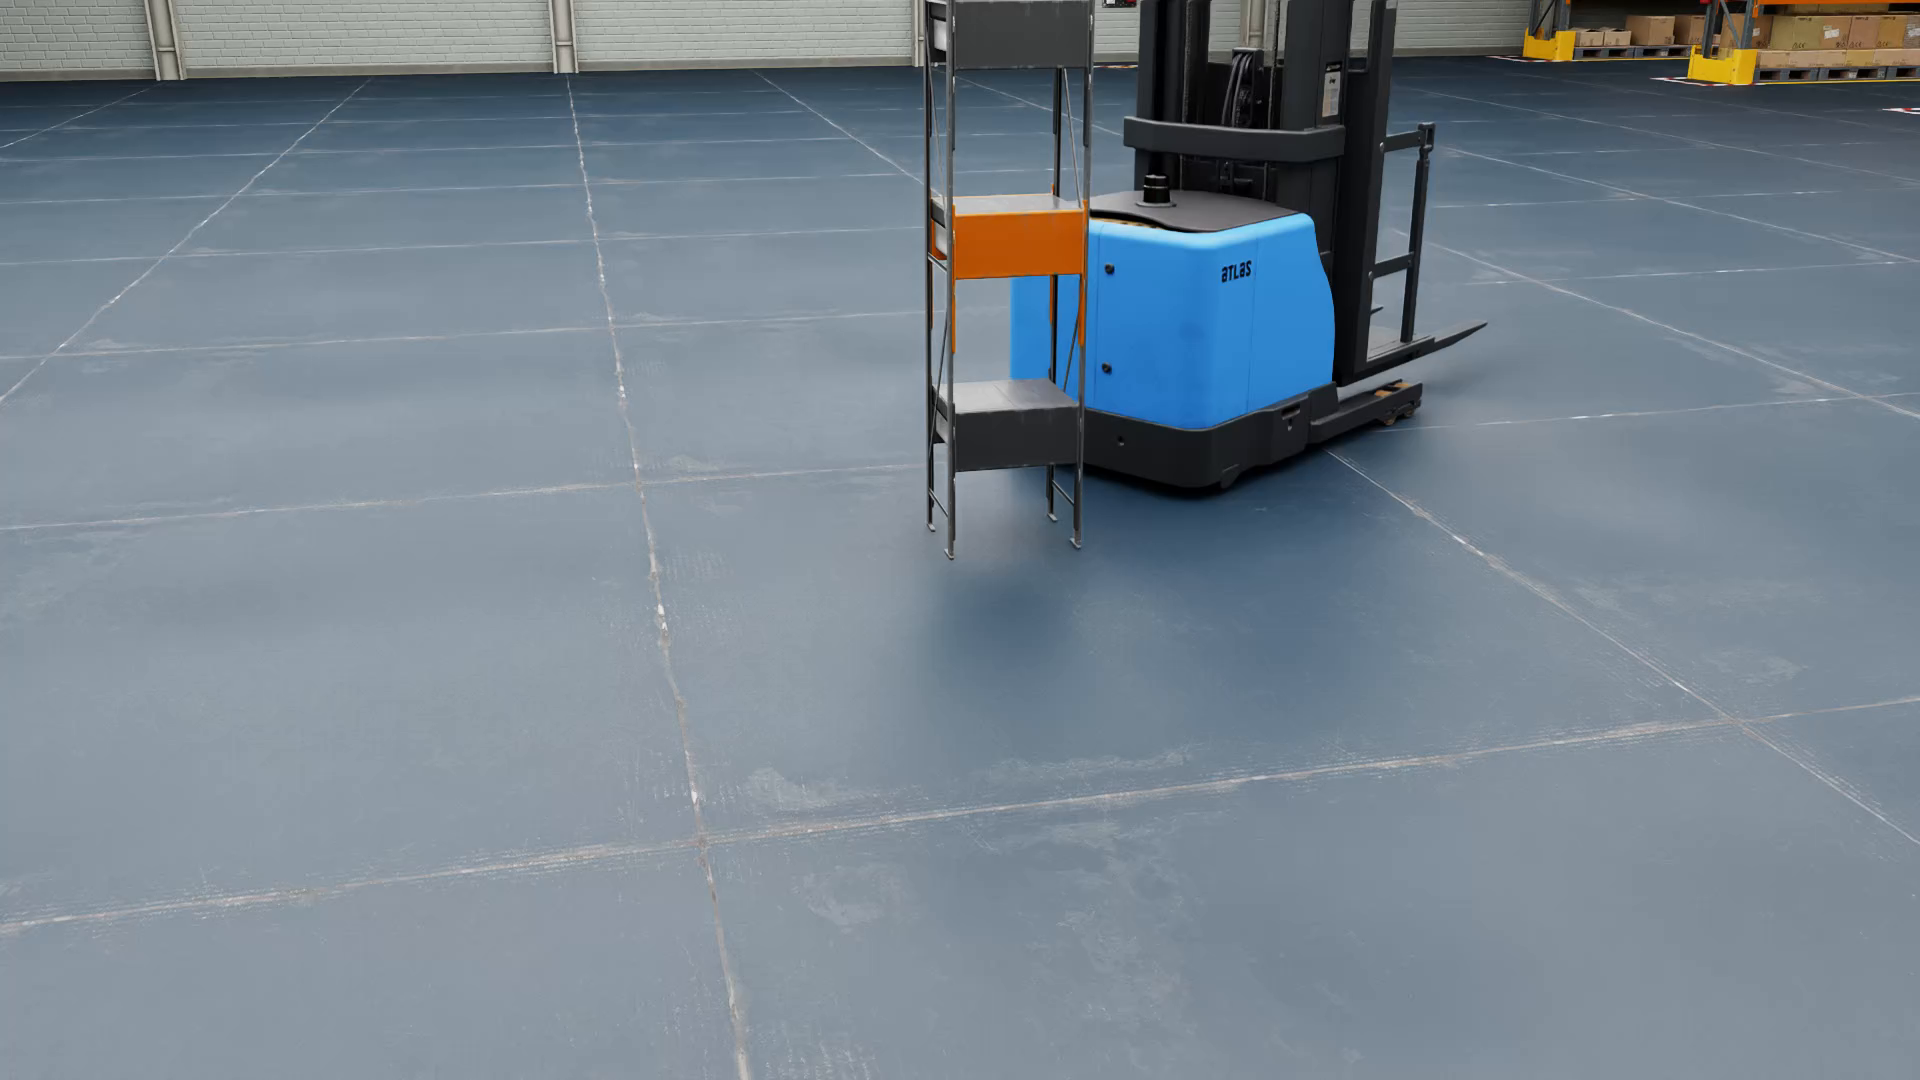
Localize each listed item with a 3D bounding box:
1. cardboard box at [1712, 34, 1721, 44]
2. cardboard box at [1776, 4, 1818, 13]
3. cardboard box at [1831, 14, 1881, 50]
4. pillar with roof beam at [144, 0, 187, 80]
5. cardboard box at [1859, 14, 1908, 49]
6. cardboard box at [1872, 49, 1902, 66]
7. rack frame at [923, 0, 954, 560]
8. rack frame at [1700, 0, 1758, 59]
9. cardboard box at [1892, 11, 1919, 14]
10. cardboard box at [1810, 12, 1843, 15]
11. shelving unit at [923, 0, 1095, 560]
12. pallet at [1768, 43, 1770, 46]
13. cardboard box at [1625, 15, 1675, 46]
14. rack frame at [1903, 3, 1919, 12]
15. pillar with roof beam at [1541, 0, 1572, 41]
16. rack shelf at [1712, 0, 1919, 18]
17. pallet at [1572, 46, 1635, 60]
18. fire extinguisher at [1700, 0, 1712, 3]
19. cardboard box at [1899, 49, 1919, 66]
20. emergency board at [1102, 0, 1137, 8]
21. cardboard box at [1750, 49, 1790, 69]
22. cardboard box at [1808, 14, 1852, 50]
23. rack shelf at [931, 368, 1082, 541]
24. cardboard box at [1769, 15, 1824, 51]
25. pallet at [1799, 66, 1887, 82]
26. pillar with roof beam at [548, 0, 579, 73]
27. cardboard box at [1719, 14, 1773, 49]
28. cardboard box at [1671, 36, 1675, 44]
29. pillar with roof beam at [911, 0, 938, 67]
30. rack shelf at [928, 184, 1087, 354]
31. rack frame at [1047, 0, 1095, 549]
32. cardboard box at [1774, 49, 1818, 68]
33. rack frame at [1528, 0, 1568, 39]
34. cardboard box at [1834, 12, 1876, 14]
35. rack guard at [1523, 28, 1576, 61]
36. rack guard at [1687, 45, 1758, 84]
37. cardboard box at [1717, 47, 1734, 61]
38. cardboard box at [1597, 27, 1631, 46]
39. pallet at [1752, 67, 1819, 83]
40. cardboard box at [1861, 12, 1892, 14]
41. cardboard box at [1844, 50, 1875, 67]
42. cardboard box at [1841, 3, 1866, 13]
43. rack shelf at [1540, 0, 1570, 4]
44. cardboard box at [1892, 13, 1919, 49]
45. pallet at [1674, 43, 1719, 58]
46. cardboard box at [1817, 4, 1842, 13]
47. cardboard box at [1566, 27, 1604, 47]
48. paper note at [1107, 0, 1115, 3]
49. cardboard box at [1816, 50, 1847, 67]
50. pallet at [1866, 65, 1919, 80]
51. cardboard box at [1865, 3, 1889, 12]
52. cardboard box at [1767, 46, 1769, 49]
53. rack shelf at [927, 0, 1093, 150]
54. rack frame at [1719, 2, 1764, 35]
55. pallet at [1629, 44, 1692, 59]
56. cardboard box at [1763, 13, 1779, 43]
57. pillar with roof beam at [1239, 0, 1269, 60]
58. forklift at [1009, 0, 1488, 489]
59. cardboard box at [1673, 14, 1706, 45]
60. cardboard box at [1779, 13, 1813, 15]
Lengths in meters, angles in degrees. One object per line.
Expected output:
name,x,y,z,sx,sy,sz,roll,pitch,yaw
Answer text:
cardboard box,13.967,-9.290,30.793,0.250,0.166,0.380,-7,21,-20
cardboard box,15.621,-9.951,31.023,0.500,0.250,0.500,-5,21,-14
cardboard box,13.765,-7.836,25.641,0.500,0.500,0.500,-5,21,-12
pillar with roof beam,-11.296,-9.971,20.451,0.400,9.000,9.100,-5,21,-12
cardboard box,14.248,-7.880,25.762,0.500,0.500,0.500,-5,21,-12
cardboard box,14.251,-7.524,25.879,0.500,0.250,0.500,-5,21,-12
rack frame,-0.076,-0.980,5.936,0.015,2.100,0.400,-5,21,-12
rack frame,11.731,-8.492,25.135,0.127,3.000,1.000,-5,21,-12
cardboard box,15.100,-8.134,26.457,0.500,0.500,0.500,-5,21,-12
cardboard box,13.641,-8.015,26.131,0.500,0.500,0.500,-5,21,-12
shelving unit,0.161,-0.999,5.989,0.503,2.100,0.431,-5,21,-12
pallet,15.238,-9.219,31.174,1.213,0.211,1.003,-5,21,-12
cardboard box,12.562,-9.293,30.318,0.500,0.500,0.700,-6,21,-16
rack frame,18.373,-10.783,31.389,0.127,3.000,1.000,-5,21,-12
pillar with roof beam,12.060,-11.870,25.636,0.400,9.000,9.100,-5,21,-12
rack shelf,13.677,-8.312,25.691,4.000,0.370,1.077,-5,21,-12
pallet,11.460,-8.899,30.300,1.213,0.211,1.003,-5,21,-12
fire extinguisher,11.509,-8.601,25.547,0.183,0.674,0.296,-5,21,-12
cardboard box,14.734,-7.568,26.001,0.500,0.250,0.500,-5,21,-12
emergency board,2.817,-9.837,28.807,0.643,1.169,0.194,-5,21,-12
cardboard box,12.304,-7.366,25.448,0.500,0.250,0.500,-5,21,-12
cardboard box,13.274,-7.802,25.549,0.500,0.500,0.500,-5,21,-12
rack shelf,0.161,-0.329,6.235,0.480,0.518,0.431,-5,21,-12
cardboard box,12.790,-7.758,25.429,0.500,0.500,0.500,-5,21,-12
pallet,13.651,-7.352,26.078,1.213,0.211,1.003,-5,21,-12
pillar with roof beam,-5.457,-10.446,21.747,0.400,9.000,9.100,-5,21,-12
cardboard box,12.185,-7.892,25.794,0.500,0.500,0.500,-5,21,-12
cardboard box,12.919,-9.214,30.612,0.250,0.149,0.380,-6,21,-17
pillar with roof beam,0.382,-10.920,23.044,0.400,9.000,9.100,-5,21,-12
rack shelf,0.161,-0.986,5.994,0.480,0.518,0.431,-5,21,-12
rack frame,0.399,-1.018,6.042,0.015,2.100,0.400,-5,21,-12
cardboard box,12.790,-7.406,25.559,0.500,0.250,0.500,-5,21,-12
rack frame,10.588,-10.149,29.661,0.127,3.000,1.000,-5,21,-12
cardboard box,14.127,-8.055,26.240,0.500,0.500,0.500,-5,21,-12
rack guard,10.662,-8.982,30.107,0.348,0.500,1.175,-5,21,-12
rack guard,11.708,-7.316,25.559,0.348,0.500,1.175,-5,21,-12
cardboard box,12.185,-7.539,25.921,0.500,0.250,0.500,-5,21,-12
cardboard box,11.836,-9.163,30.238,0.500,0.311,0.500,-3,20,-8
pallet,12.466,-7.257,25.818,1.213,0.211,1.003,-5,21,-12
cardboard box,14.616,-8.092,26.341,0.500,0.500,0.500,-5,21,-12
cardboard box,13.764,-7.484,25.771,0.500,0.250,0.500,-5,21,-12
cardboard box,16.616,-10.027,31.230,0.500,0.250,0.500,-5,21,-13
rack shelf,12.534,-9.970,30.216,4.000,0.370,1.077,-5,21,-12
cardboard box,14.734,-7.921,25.873,0.500,0.500,0.500,-5,21,-12
pallet,13.835,-9.092,30.827,1.213,0.211,1.003,-5,21,-12
cardboard box,16.126,-9.993,31.138,0.500,0.250,0.500,-5,21,-14
cardboard box,11.282,-9.118,30.115,0.500,0.311,0.500,-7,21,-19
paper note,2.629,-9.432,28.983,0.142,0.148,0.016,-5,21,-12
cardboard box,13.277,-7.446,25.667,0.500,0.250,0.500,-5,21,-12
pallet,14.840,-7.450,26.345,1.213,0.211,1.003,-5,21,-12
cardboard box,17.115,-10.069,31.345,0.500,0.250,0.500,-4,21,-11
cardboard box,12.669,-7.583,26.040,0.500,0.250,0.500,-5,21,-12
rack shelf,0.161,-1.644,5.753,0.480,0.518,0.431,-5,21,-12
rack frame,14.480,-10.466,30.525,0.127,3.000,1.000,-5,21,-12
pallet,12.645,-8.994,30.560,1.213,0.211,1.003,-5,21,-12
cardboard box,15.193,-9.563,31.053,0.500,0.500,0.700,-4,20,-11
pillar with roof beam,6.221,-11.395,24.340,0.400,9.000,9.100,-5,21,-12
forklift,1.551,-2.013,7.547,1.130,2.935,3.031,17,26,38
cardboard box,13.479,-9.403,30.618,0.500,0.500,0.500,-6,21,-17
cardboard box,13.154,-7.976,26.024,0.500,0.500,0.500,-5,21,-12
